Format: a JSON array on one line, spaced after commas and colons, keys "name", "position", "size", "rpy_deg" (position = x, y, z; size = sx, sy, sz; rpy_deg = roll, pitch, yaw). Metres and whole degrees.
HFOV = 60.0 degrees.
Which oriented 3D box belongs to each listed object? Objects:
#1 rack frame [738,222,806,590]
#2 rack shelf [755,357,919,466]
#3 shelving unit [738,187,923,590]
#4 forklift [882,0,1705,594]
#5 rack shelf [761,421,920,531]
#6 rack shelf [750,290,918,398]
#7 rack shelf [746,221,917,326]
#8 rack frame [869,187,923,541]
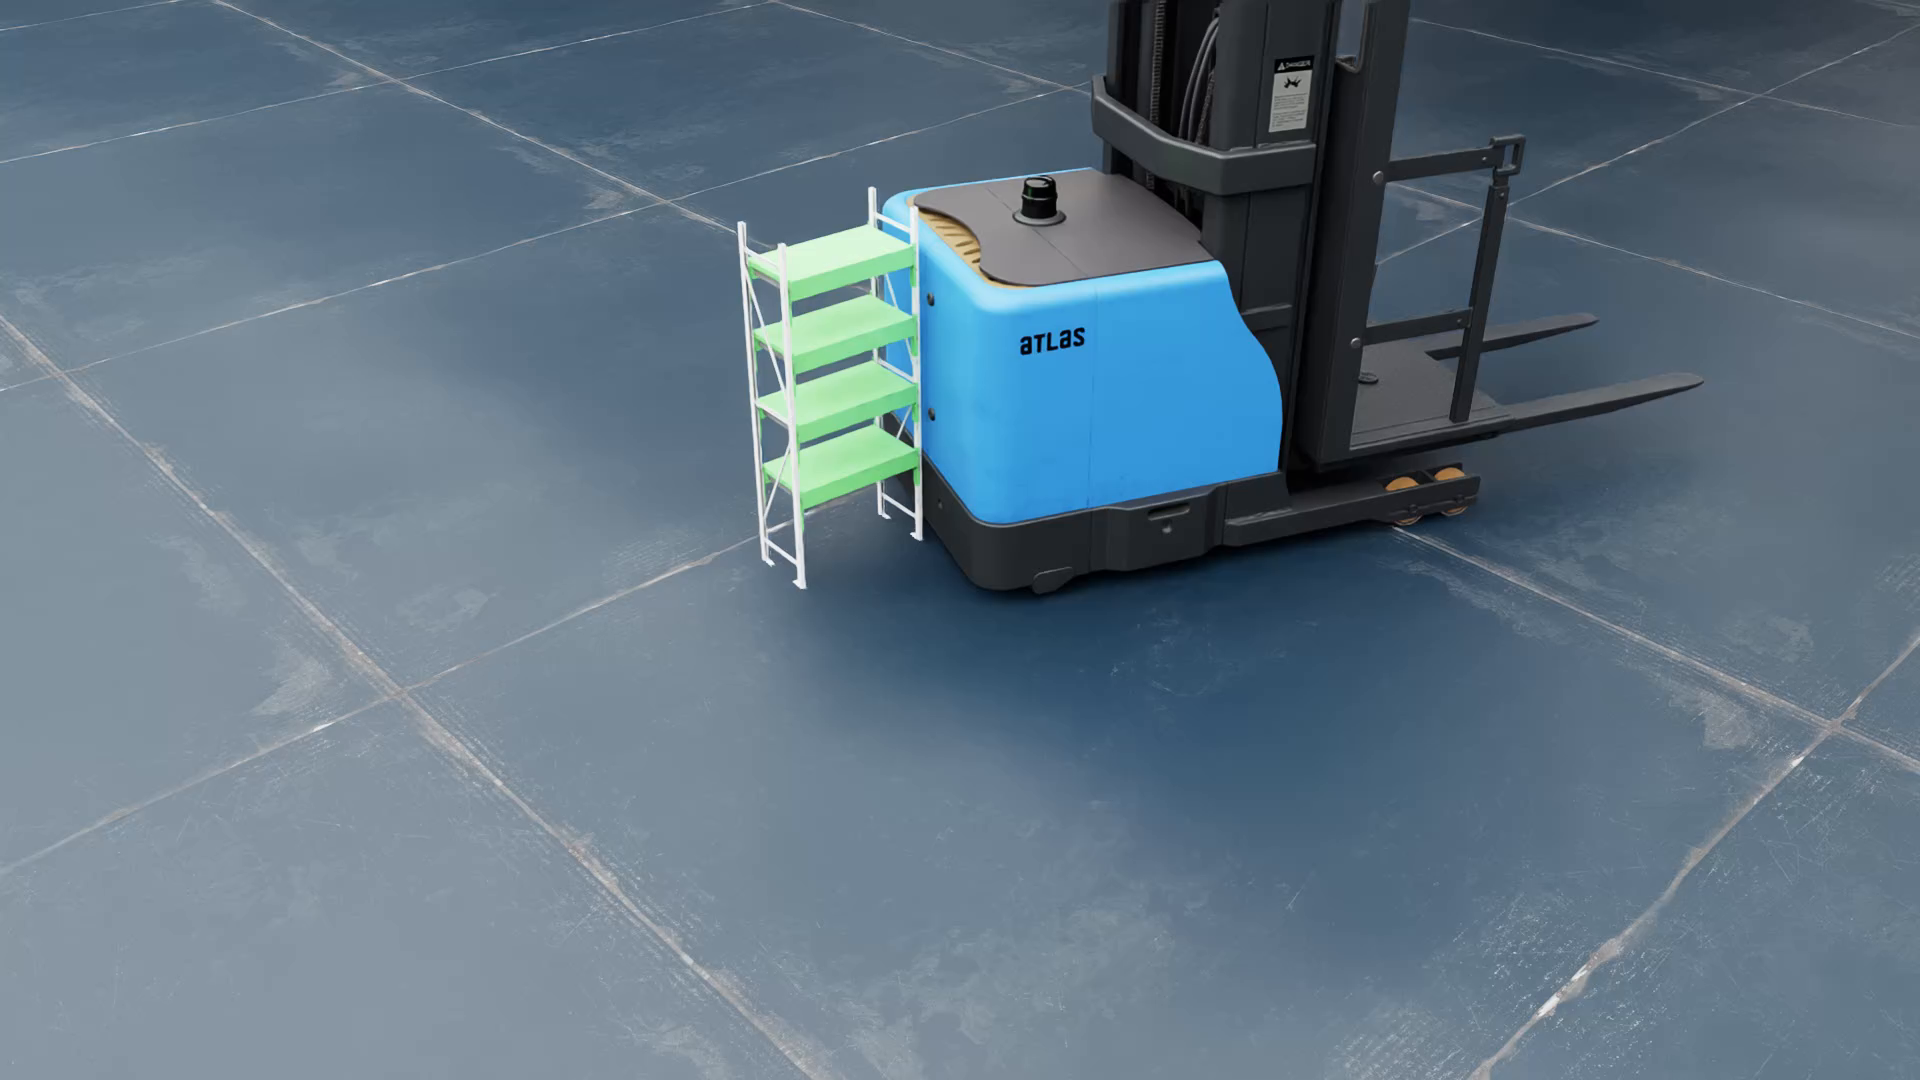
[{"name": "rack frame", "position": [-0.590, -0.399, 5.252], "size": [0.015, 1.200, 0.240], "rpy_deg": [-23, 38, -32]}, {"name": "rack shelf", "position": [-0.400, -0.424, 5.416], "size": [0.480, 0.148, 0.258], "rpy_deg": [-23, 38, -32]}, {"name": "shelving unit", "position": [-0.400, -0.479, 5.383], "size": [0.503, 1.200, 0.258], "rpy_deg": [-23, 38, -32]}, {"name": "forklift", "position": [1.296, -1.546, 5.469], "size": [3.031, 2.935, 1.130], "rpy_deg": [-11, 33, -18]}, {"name": "rack shelf", "position": [-0.400, -0.219, 5.541], "size": [0.480, 0.148, 0.258], "rpy_deg": [-23, 38, -32]}, {"name": "rack shelf", "position": [-0.400, -0.629, 5.291], "size": [0.480, 0.148, 0.258], "rpy_deg": [-23, 38, -32]}, {"name": "rack shelf", "position": [-0.400, -0.834, 5.166], "size": [0.480, 0.148, 0.258], "rpy_deg": [-23, 38, -32]}, {"name": "rack frame", "position": [-0.209, -0.558, 5.513], "size": [0.015, 1.200, 0.240], "rpy_deg": [-23, 38, -32]}]
